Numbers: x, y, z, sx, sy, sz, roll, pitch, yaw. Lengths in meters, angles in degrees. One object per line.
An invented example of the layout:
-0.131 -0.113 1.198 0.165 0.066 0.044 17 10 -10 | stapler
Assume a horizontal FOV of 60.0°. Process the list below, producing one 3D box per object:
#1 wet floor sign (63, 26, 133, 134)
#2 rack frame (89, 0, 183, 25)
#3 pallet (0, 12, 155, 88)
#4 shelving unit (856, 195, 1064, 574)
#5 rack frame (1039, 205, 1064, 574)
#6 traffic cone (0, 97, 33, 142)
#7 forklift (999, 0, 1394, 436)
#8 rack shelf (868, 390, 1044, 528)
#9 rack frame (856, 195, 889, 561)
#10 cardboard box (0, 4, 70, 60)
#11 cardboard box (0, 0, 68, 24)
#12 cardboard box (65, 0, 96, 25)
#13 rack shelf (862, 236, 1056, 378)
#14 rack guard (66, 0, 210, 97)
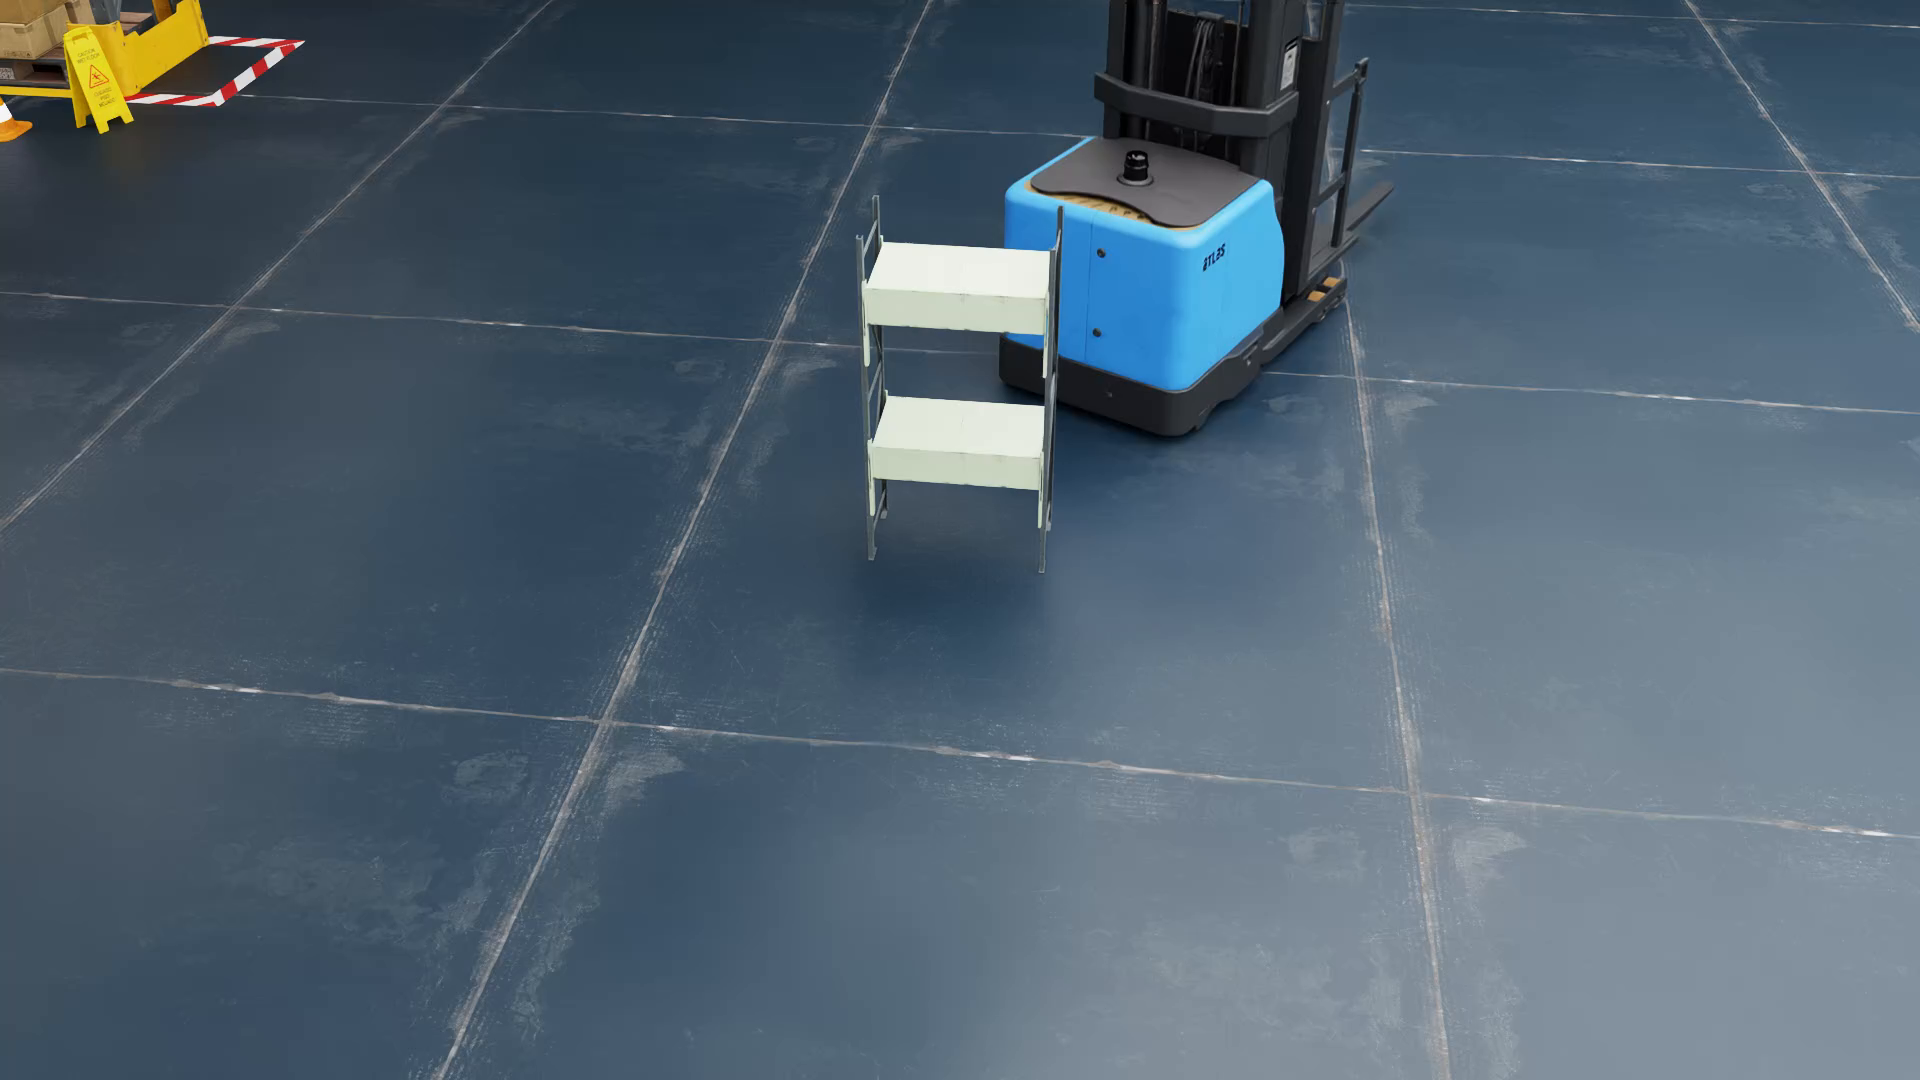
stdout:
-5.735 -3.053 10.972 0.232 0.644 0.267 17 39 22 | wet floor sign
-5.787 -4.641 11.171 0.127 3.000 1.000 4 36 6 | rack frame
-6.664 -3.593 12.102 1.213 0.211 1.003 4 36 6 | pallet
0.007 -0.610 6.814 0.755 1.500 0.431 4 36 6 | shelving unit
0.370 -0.583 6.776 0.023 1.500 0.400 4 36 6 | rack frame
-6.378 -2.897 10.911 0.334 0.463 0.336 4 36 6 | traffic cone
1.437 -2.496 8.224 1.130 2.935 3.031 22 41 27 | forklift
0.007 -0.345 7.003 0.720 0.370 0.431 4 36 6 | rack shelf
-0.356 -0.637 6.852 0.023 1.500 0.400 4 36 6 | rack frame
-6.647 -3.600 11.717 0.500 0.250 0.500 4 36 6 | cardboard box
-6.615 -3.907 11.503 0.500 0.500 0.500 4 36 6 | cardboard box
-6.552 -3.912 12.155 0.500 0.250 0.500 4 36 6 | cardboard box
0.007 -0.928 6.587 0.720 0.370 0.431 4 36 6 | rack shelf
-5.863 -3.630 11.905 0.348 0.500 1.175 4 36 6 | rack guard
